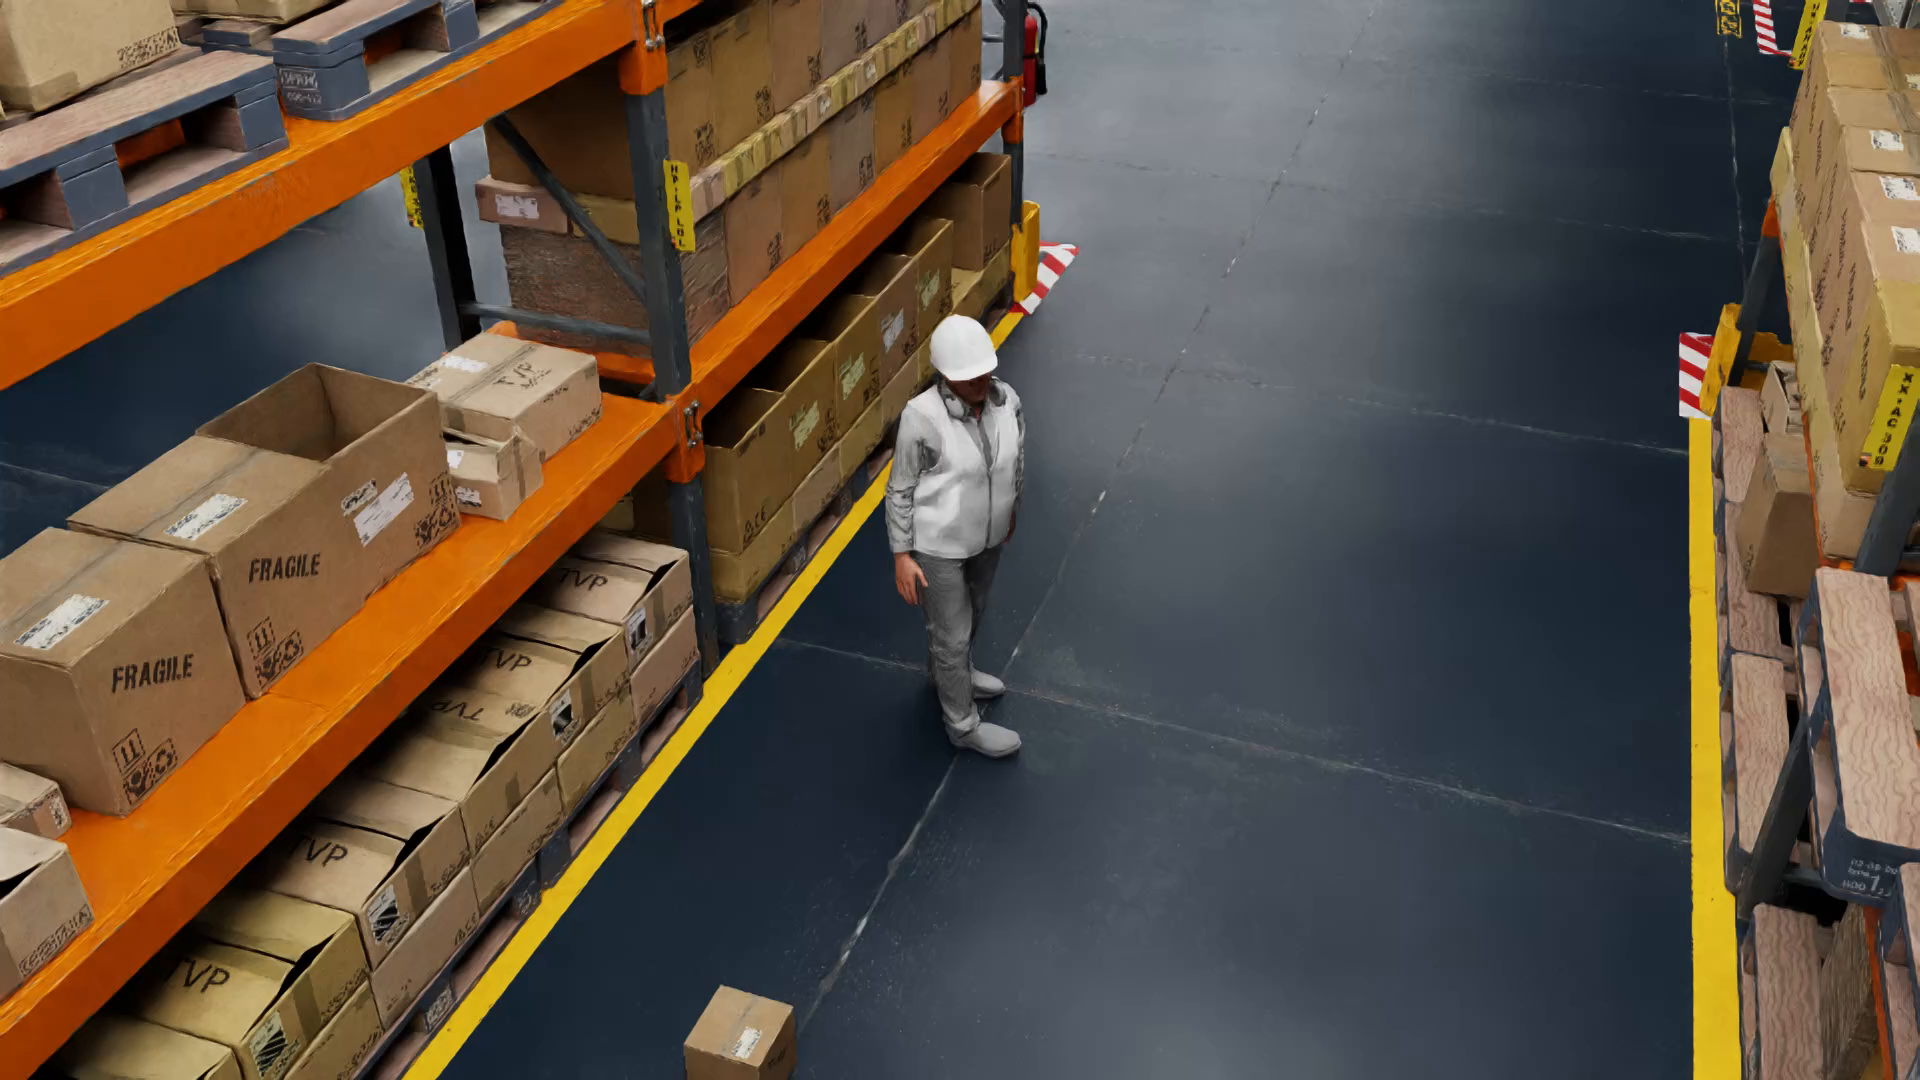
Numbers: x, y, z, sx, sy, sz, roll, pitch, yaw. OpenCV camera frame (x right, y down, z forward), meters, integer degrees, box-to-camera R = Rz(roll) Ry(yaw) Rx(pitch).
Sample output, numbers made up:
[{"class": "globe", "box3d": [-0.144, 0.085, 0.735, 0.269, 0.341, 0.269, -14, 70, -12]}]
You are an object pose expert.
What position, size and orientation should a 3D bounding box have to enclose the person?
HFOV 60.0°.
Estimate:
[{"class": "person", "box3d": [0.013, -0.007, 6.115, 0.639, 1.774, 0.598, -27, 42, -35]}]
